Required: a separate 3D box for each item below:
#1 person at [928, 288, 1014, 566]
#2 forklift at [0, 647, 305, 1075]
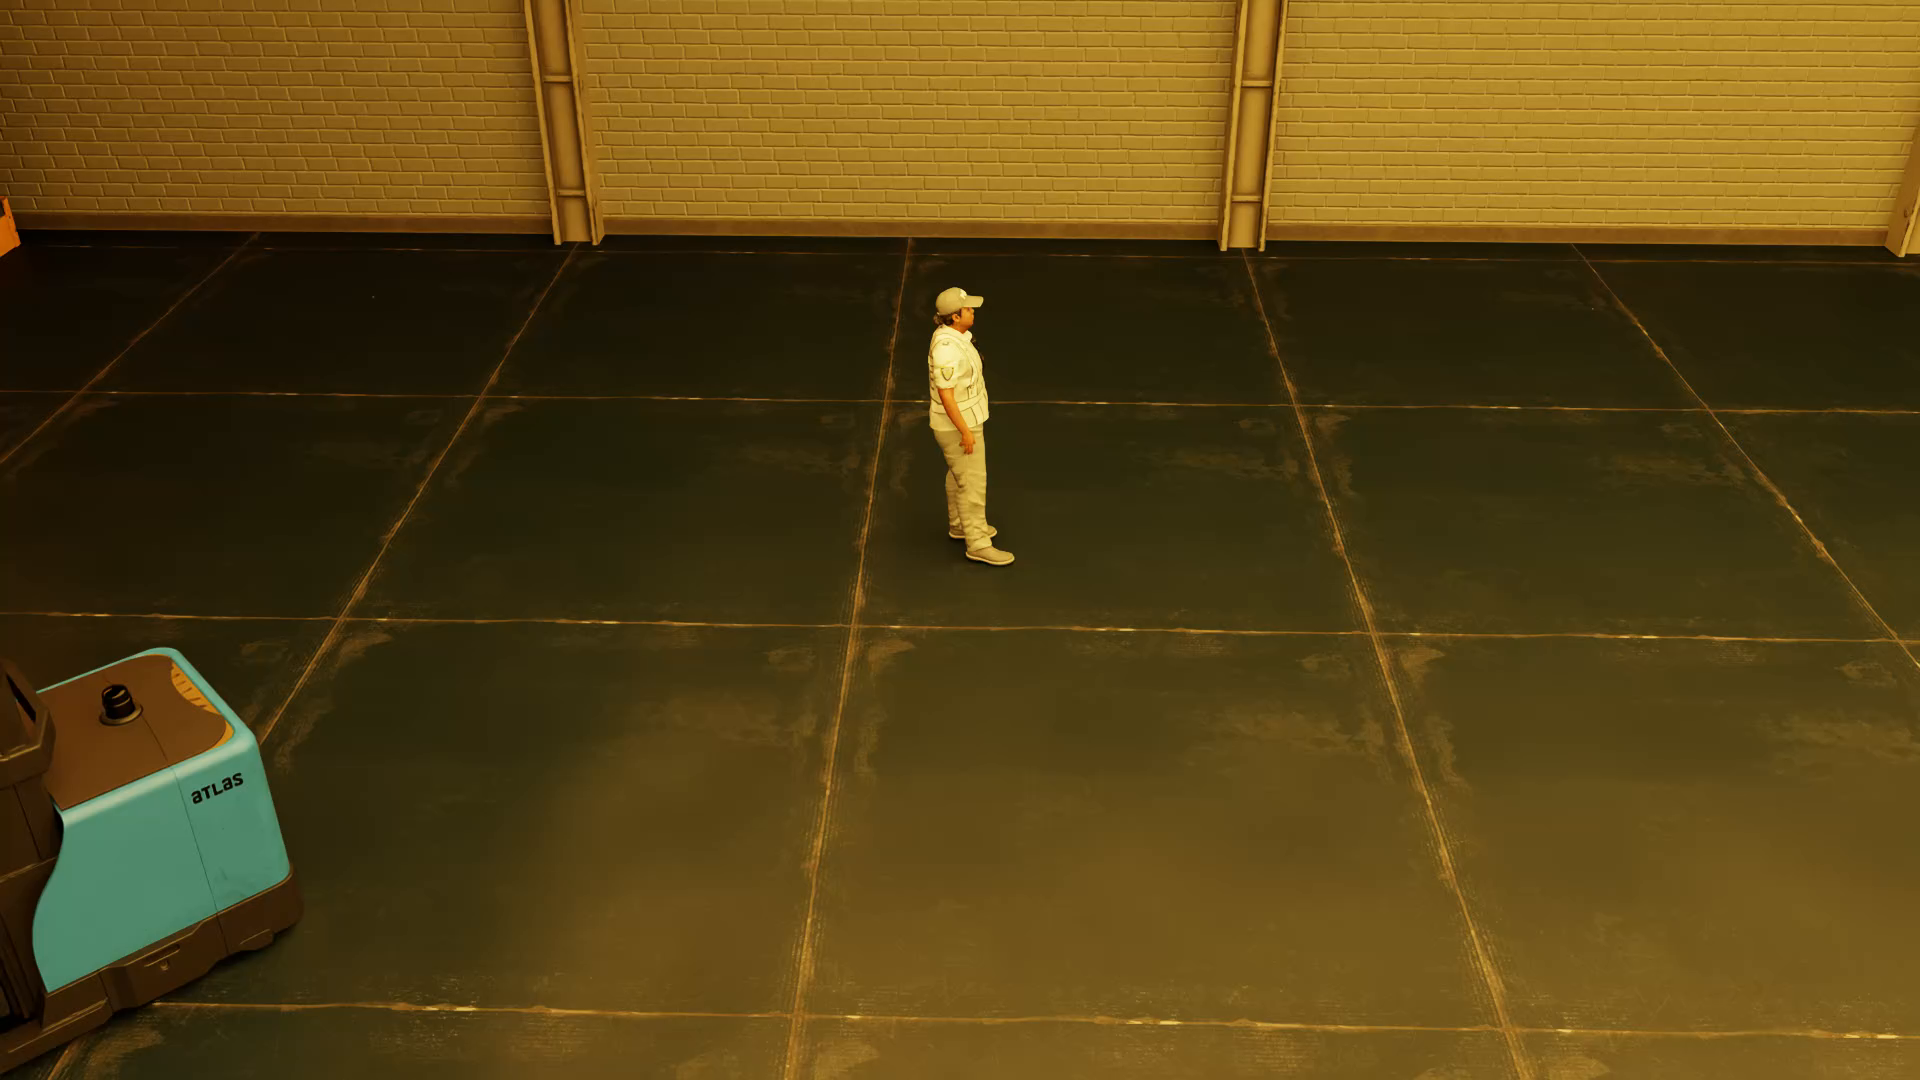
[{"bbox_3d":[0.077,-0.711,10.052,0.527,1.670,0.598,1,31,1],"label":"person"},{"bbox_3d":[-4.389,0.812,6.237,3.031,2.935,1.130,-25,39,-36],"label":"forklift"}]
